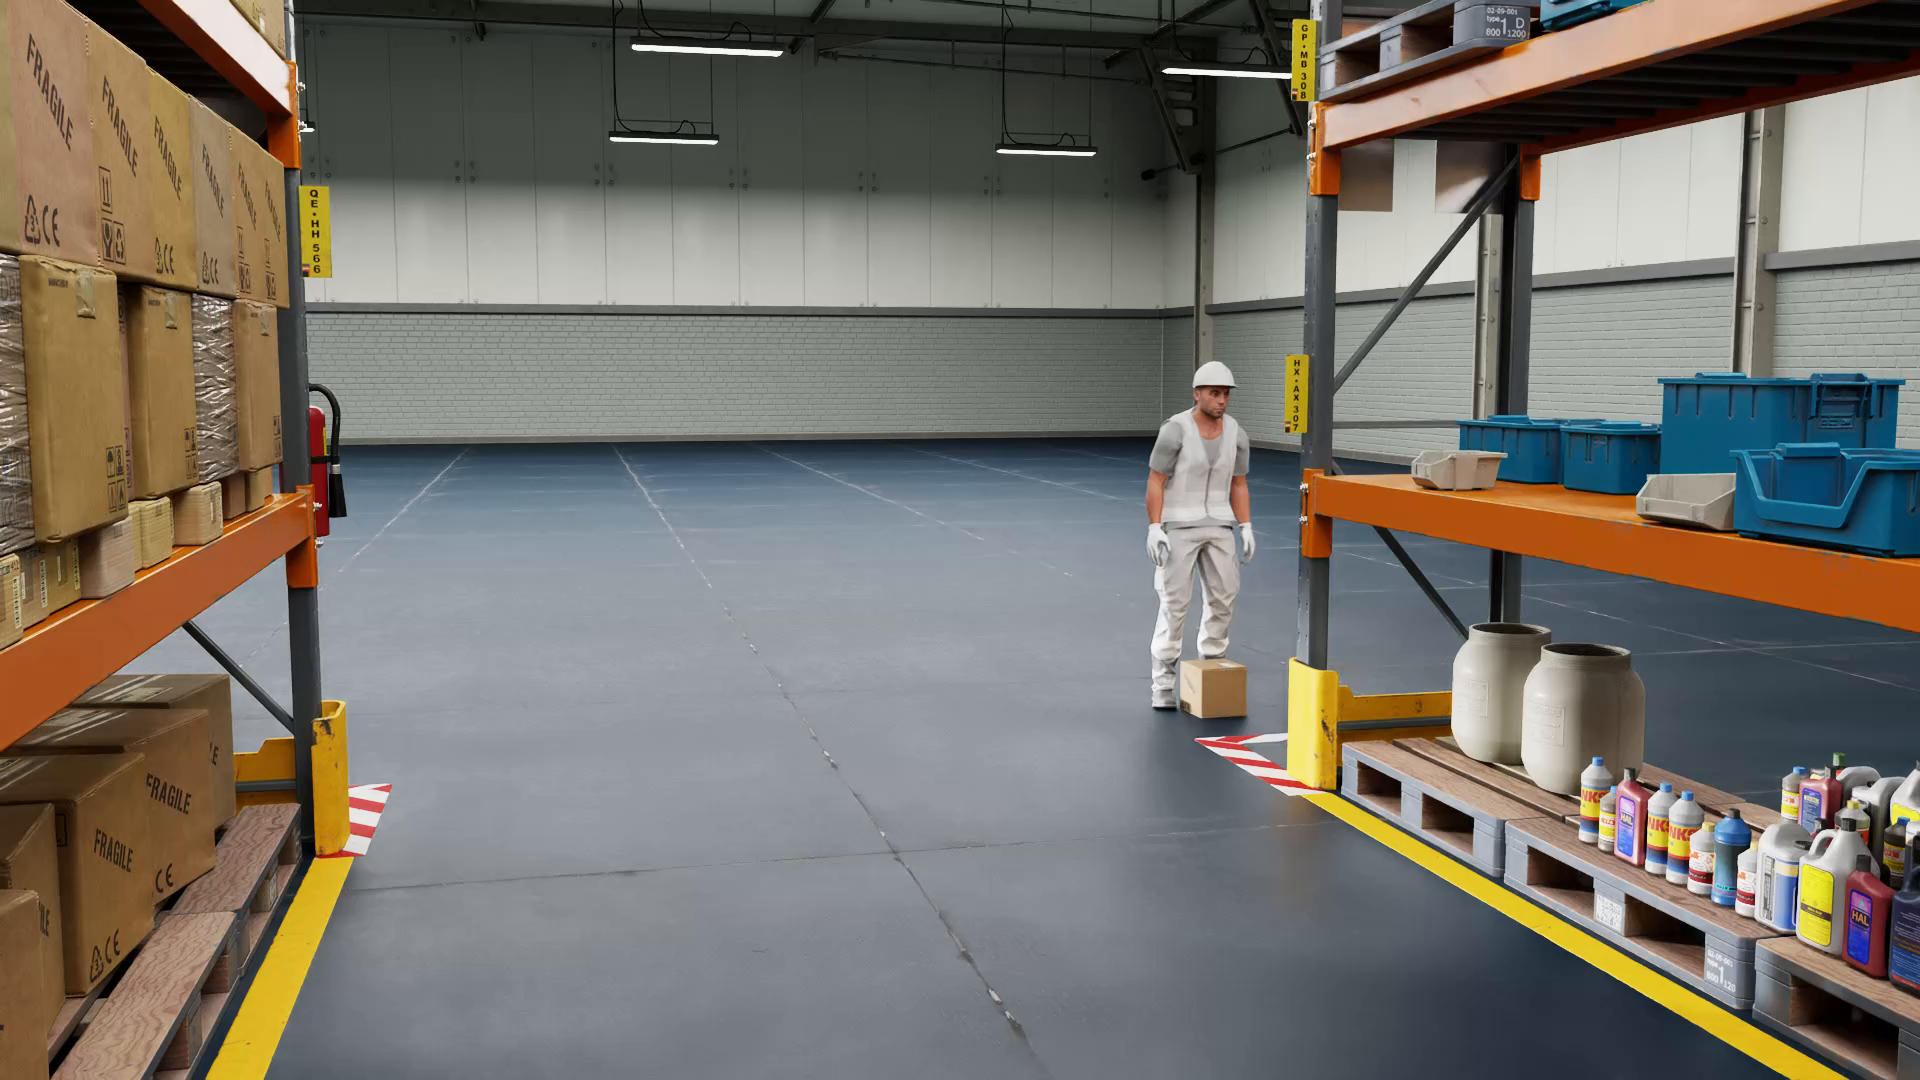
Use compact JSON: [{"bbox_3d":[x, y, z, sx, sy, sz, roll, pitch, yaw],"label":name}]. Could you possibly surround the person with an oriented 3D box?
[{"bbox_3d":[1.242,-0.028,8.593,0.606,1.778,0.453,-2,6,-17],"label":"person"}]
